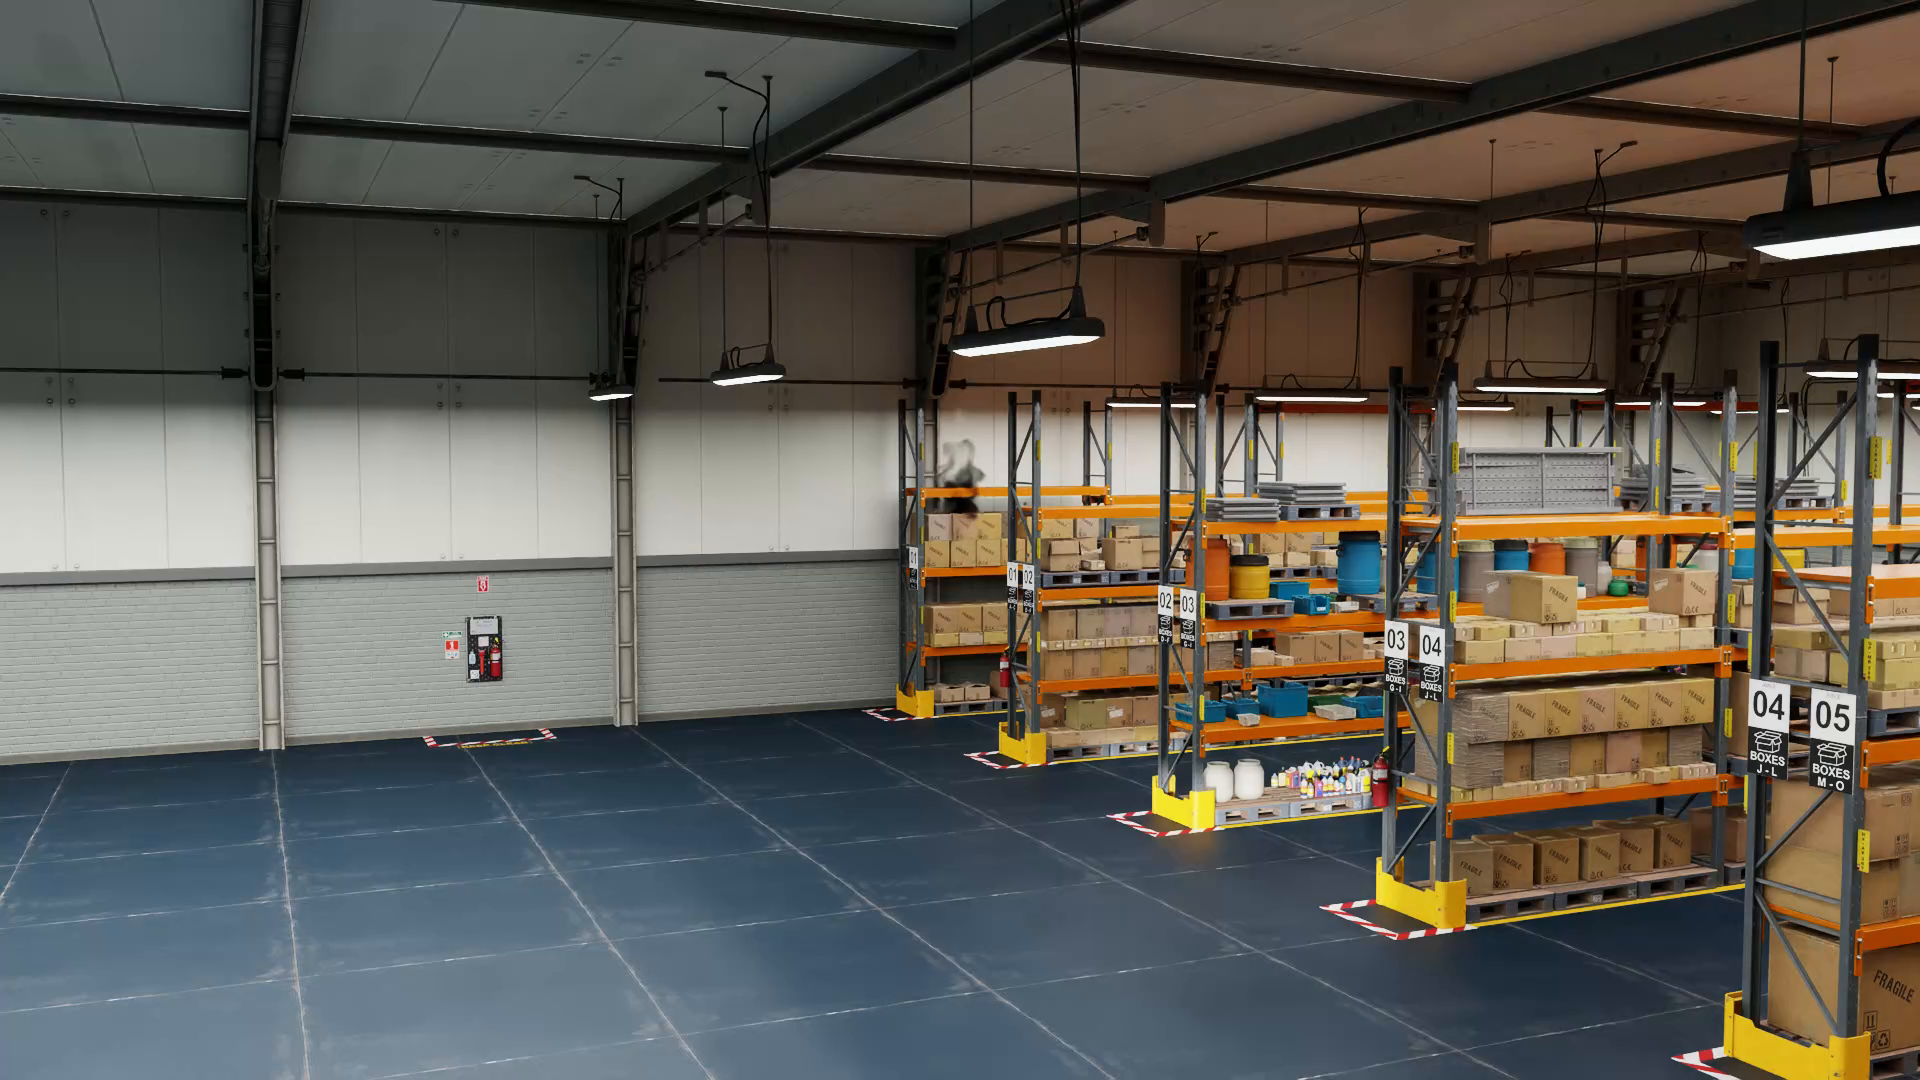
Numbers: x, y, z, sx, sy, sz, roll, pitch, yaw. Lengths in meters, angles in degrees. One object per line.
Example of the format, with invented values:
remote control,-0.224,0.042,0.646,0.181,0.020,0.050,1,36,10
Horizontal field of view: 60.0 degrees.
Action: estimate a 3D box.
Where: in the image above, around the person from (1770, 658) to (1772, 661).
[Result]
person,15.289,2.469,31.326,0.526,1.717,0.733,-3,4,-40
